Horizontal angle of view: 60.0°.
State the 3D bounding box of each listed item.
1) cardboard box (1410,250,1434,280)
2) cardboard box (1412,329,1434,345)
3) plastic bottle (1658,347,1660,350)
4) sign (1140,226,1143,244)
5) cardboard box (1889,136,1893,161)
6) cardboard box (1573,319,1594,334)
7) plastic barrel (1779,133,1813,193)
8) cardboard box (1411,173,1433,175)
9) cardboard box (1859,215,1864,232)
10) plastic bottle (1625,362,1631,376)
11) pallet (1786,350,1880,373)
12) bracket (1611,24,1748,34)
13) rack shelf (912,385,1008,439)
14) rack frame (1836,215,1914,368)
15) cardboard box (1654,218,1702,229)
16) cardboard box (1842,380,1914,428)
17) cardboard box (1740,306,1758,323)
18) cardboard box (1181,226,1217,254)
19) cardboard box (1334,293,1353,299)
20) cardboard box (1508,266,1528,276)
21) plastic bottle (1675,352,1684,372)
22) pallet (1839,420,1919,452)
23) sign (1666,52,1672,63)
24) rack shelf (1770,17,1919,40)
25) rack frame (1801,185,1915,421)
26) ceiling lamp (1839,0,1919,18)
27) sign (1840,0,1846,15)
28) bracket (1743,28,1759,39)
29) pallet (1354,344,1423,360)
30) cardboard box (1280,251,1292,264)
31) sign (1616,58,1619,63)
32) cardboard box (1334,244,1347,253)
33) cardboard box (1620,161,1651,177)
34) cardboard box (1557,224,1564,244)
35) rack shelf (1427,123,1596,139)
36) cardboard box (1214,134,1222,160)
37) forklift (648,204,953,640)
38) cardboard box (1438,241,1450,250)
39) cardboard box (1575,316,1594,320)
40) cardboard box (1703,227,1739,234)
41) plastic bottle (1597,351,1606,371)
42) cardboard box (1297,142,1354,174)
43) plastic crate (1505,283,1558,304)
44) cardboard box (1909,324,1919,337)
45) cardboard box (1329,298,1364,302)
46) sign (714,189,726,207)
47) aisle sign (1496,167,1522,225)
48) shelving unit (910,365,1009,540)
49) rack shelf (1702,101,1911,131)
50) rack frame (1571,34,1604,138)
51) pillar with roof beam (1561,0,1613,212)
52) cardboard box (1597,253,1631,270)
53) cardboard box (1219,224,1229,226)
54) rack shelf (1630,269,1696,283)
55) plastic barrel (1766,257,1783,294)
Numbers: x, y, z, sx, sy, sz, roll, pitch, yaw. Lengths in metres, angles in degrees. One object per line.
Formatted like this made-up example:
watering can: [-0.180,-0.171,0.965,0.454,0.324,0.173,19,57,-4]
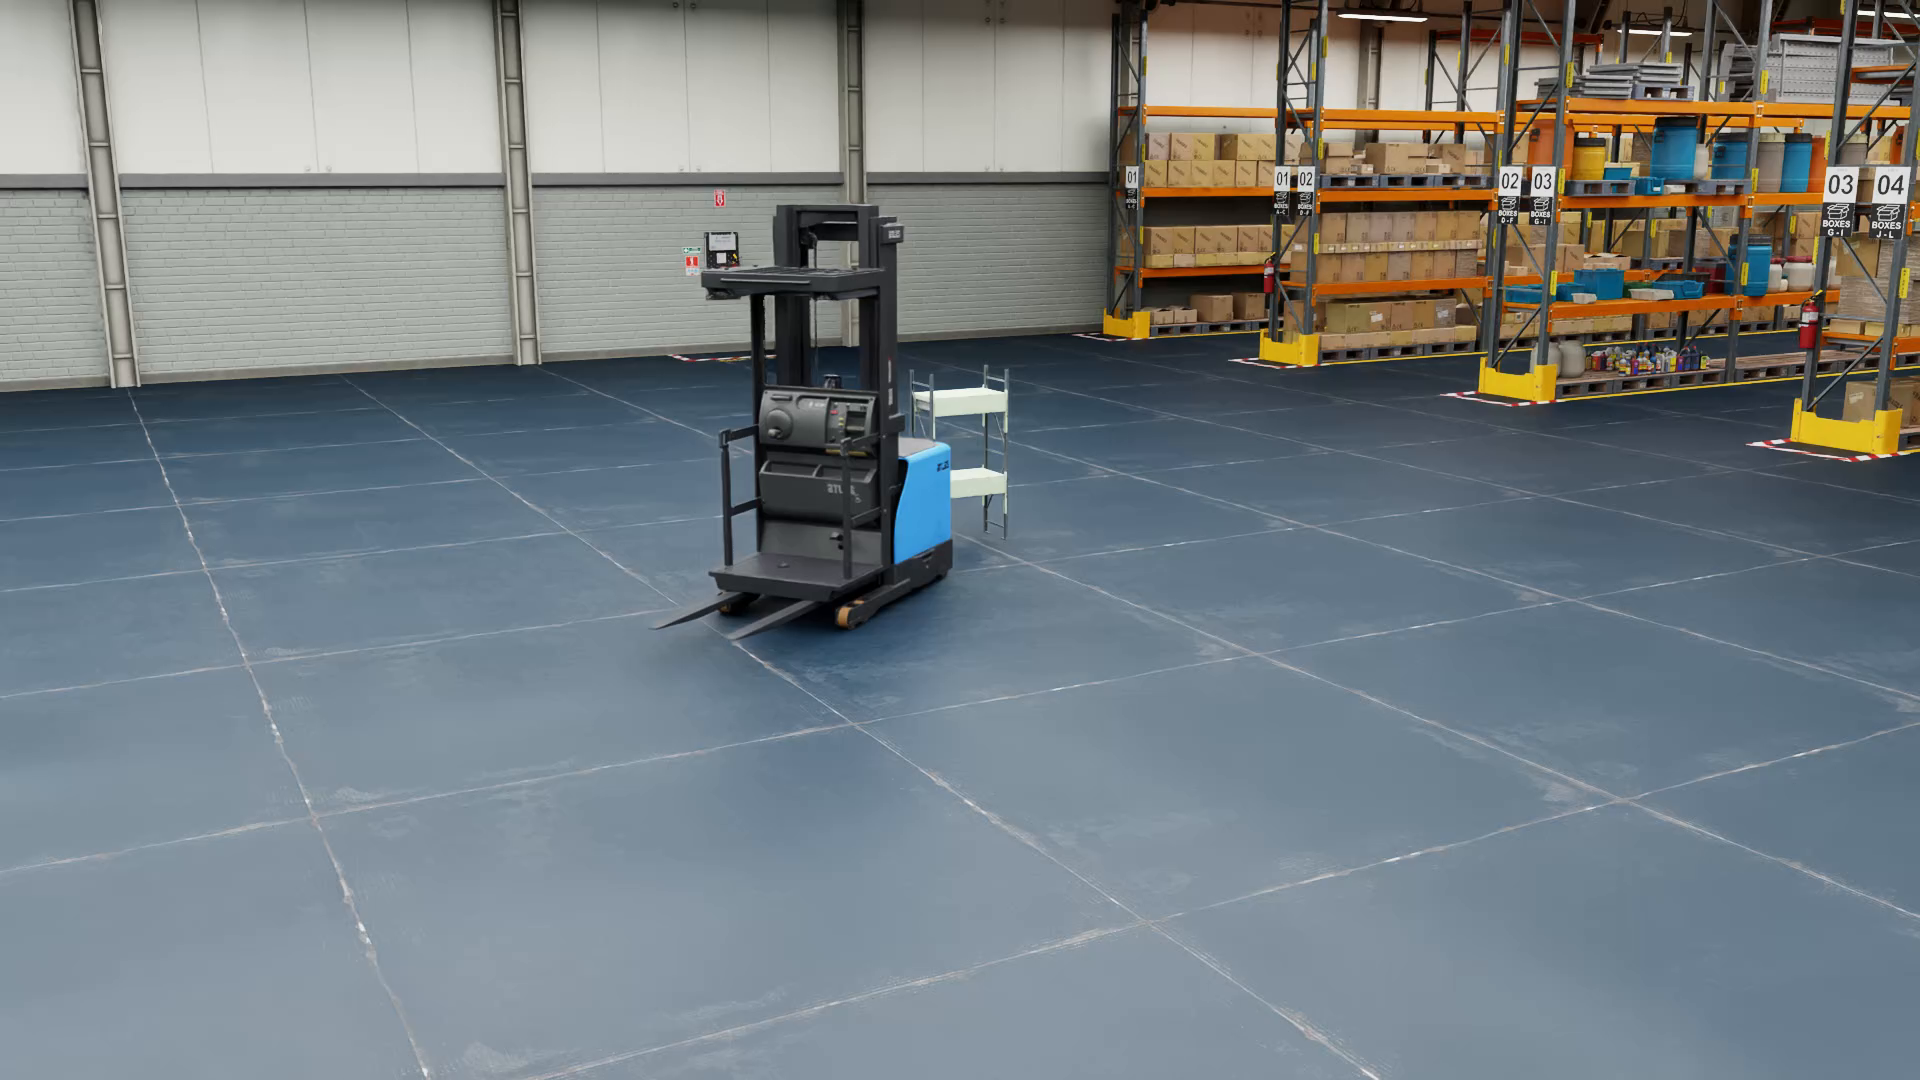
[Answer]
cardboard box: [7.748,-4.773,28.757,0.500,0.500,0.700,-7,14,-27]
cardboard box: [7.859,-3.547,28.844,0.500,0.250,0.500,-7,14,-28]
plastic bottle: [10.646,-2.823,25.523,0.135,0.276,0.152,-6,14,-26]
sign: [3.409,-5.732,31.275,0.005,0.325,0.100,-7,14,-28]
cardboard box: [19.126,-8.086,34.369,0.500,0.500,0.700,-7,14,-28]
cardboard box: [11.309,-3.955,30.658,0.500,0.250,0.500,-6,14,-27]
plastic barrel: [12.897,-5.866,25.871,0.708,0.901,0.600,-7,14,-28]
cardboard box: [9.668,-7.558,34.684,0.500,0.311,0.500,-7,14,-28]
cardboard box: [17.964,-6.417,33.786,0.500,0.500,0.500,-6,14,-26]
plastic bottle: [9.727,-2.496,24.239,0.097,0.201,0.097,0,13,0]
pallet: [14.219,-2.912,27.068,1.213,0.211,1.003,-7,14,-28]
bracket: [16.678,-11.846,38.552,4.783,0.066,0.076,-7,14,-28]
rack shelf: [-0.006,-1.112,14.356,0.720,0.370,0.431,-7,14,-28]
rack frame: [14.918,-4.346,27.090,0.127,3.000,1.000,-7,14,-28]
cardboard box: [16.750,-7.188,39.034,0.700,0.700,0.980,-6,14,-25]
cardboard box: [10.825,-1.598,19.615,0.500,0.500,0.500,-4,13,-17]
cardboard box: [15.325,-4.560,32.730,0.500,0.500,0.500,-7,14,-28]
cardboard box: [4.607,-5.812,32.191,0.500,0.500,0.500,-7,15,-30]
cardboard box: [7.727,-4.975,34.573,0.500,0.500,0.700,-7,15,-29]
cardboard box: [9.912,-4.812,29.731,0.250,0.149,0.380,-7,14,-28]
plastic bottle: [10.688,-2.646,24.721,0.133,0.283,0.061,-6,14,-24]
pallet: [11.066,-1.277,19.801,1.213,0.211,1.003,-7,14,-28]
sign: [12.817,-8.655,30.082,0.005,0.325,0.100,-7,14,-28]
rack shelf: [17.814,-10.130,33.194,4.000,0.370,1.077,-7,14,-28]
rack frame: [10.269,-2.550,19.109,0.127,3.000,1.000,-7,14,-28]
ceiling lamp: [16.618,-10.888,29.198,2.000,3.185,0.800,-7,14,-28]
sign: [10.021,-6.119,18.816,0.005,0.325,0.100,-7,14,-28]
bracket: [18.954,-12.119,39.764,0.430,0.232,0.235,-7,14,-28]
pallet: [7.246,-3.315,28.860,1.213,0.211,1.003,-7,14,-28]
cardboard box: [6.389,-5.663,33.237,0.500,0.250,0.500,-7,14,-28]
sign: [12.279,-8.826,31.024,0.005,0.325,0.100,-7,14,-28]
cardboard box: [6.204,-4.853,27.637,0.250,0.149,0.380,-7,15,-29]
cardboard box: [12.914,-6.866,31.226,0.500,0.500,0.910,-7,14,-28]
cardboard box: [12.954,-6.727,36.719,0.500,0.500,0.500,-7,14,-27]
rack shelf: [11.926,-8.847,35.973,4.000,0.370,1.077,-7,14,-28]
cardboard box: [4.764,-7.678,32.512,0.500,0.500,0.500,-7,14,-28]
forklift: [-1.132,-0.902,11.944,1.130,2.935,3.031,6,14,24]
cardboard box: [8.224,-5.094,28.709,0.250,0.149,0.380,-7,14,-28]
cardboard box: [11.308,-4.227,30.590,0.500,0.311,0.500,-7,14,-28]
cardboard box: [14.962,-5.885,32.741,0.500,0.500,0.700,-4,13,-19]
plastic bottle: [9.584,-2.673,24.838,0.133,0.283,0.061,-7,14,-28]
cardboard box: [6.032,-6.306,27.457,0.637,0.503,0.797,-6,14,-24]
plastic crate: [8.192,-3.543,23.857,0.616,0.251,0.499,-7,14,-28]
cardboard box: [10.862,-2.434,19.166,0.250,0.149,0.380,-7,14,-28]
cardboard box: [6.725,-3.911,28.753,0.500,0.500,0.500,-7,14,-28]
sign: [-4.160,-5.920,28.802,0.199,0.298,0.001,-7,14,-28]
aisle sign: [7.690,-4.823,23.286,0.004,0.787,0.394,-7,14,-28]
shelving unit: [-0.006,-0.731,14.441,0.755,1.500,0.431,-7,14,-28]
rack shelf: [13.162,-6.517,25.620,4.000,0.370,1.077,-7,14,-28]
rack frame: [13.682,-9.603,36.785,0.127,3.000,1.000,-7,14,-28]
pillar with roof beam: [15.944,-9.014,34.167,0.548,9.000,9.100,-7,14,-28]
cardboard box: [12.207,-5.228,31.211,0.500,0.311,0.500,-6,14,-24]
cardboard box: [5.251,-6.023,33.128,0.500,0.500,0.500,-6,14,-26]
rack shelf: [14.303,-5.161,32.348,4.000,0.370,1.077,-7,14,-28]
plastic barrel: [12.352,-4.050,25.465,0.433,0.535,0.433,0,13,0]
